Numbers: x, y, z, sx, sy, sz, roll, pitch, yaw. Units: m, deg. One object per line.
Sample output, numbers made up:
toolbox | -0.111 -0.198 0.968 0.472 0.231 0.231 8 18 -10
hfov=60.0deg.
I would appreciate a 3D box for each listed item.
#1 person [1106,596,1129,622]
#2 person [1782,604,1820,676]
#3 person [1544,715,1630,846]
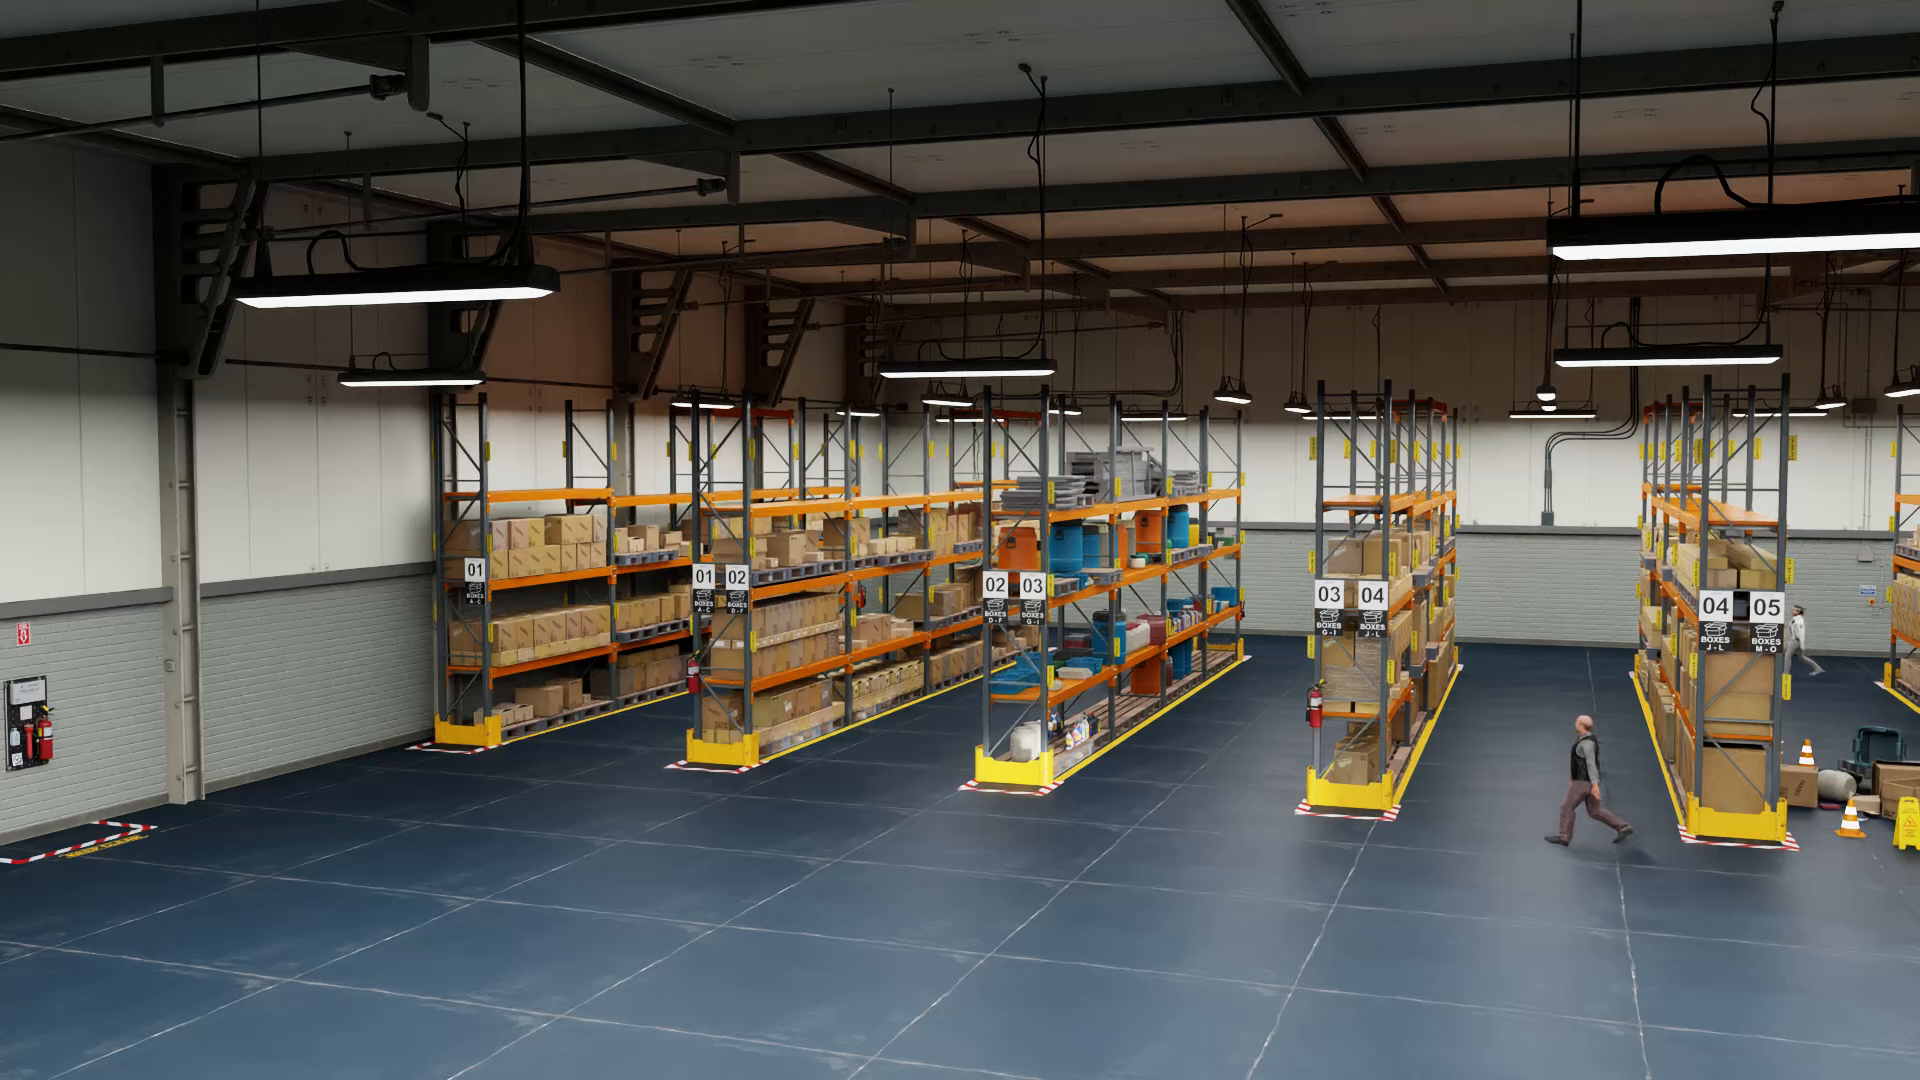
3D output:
person | 3.451 1.998 36.700 0.536 1.685 0.624 0 3 7
person | 18.423 2.222 36.546 0.923 1.641 0.474 1 3 23
person | 7.936 3.044 21.019 1.003 1.672 0.595 1 3 24
